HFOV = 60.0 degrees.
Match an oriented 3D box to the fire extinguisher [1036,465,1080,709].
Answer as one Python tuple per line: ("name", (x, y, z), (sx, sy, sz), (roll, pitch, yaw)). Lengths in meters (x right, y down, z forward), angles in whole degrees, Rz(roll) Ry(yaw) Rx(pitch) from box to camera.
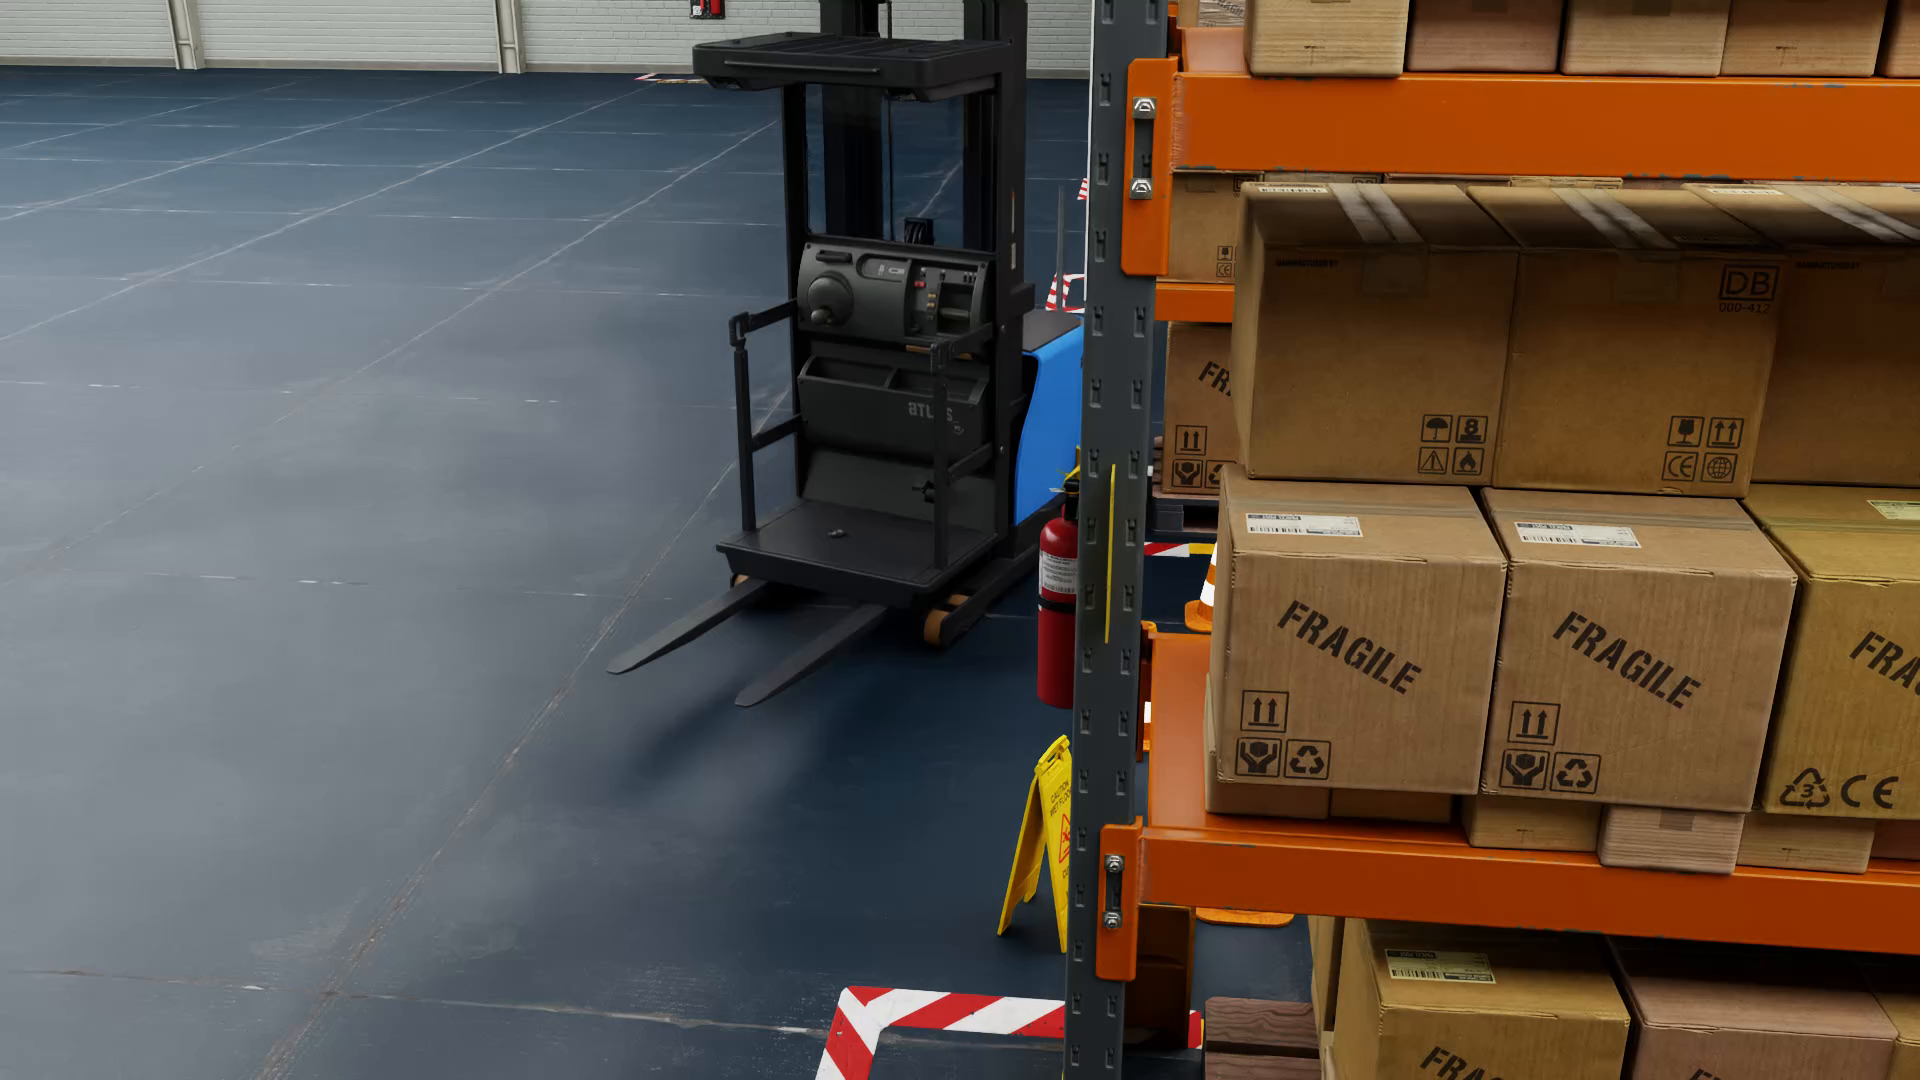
("fire extinguisher", (0.286, 0.094, 4.228), (0.183, 0.674, 0.296), (2, 22, 6))

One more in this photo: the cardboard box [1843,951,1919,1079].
("cardboard box", (2.154, 1.148, 3.605), (0.500, 0.500, 0.500), (3, 22, 7))

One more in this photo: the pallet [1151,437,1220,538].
("pallet", (1.630, -0.278, 8.855), (1.213, 0.211, 1.003), (2, 22, 6))

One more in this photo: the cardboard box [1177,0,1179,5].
("cardboard box", (3.707, -8.615, 26.328), (0.500, 0.250, 0.500), (2, 22, 5))

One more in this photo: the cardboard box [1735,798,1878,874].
("cardboard box", (1.672, 0.512, 3.407), (0.250, 0.149, 0.380), (3, 22, 8))

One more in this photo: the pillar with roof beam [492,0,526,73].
("pillar with roof beam", (-8.366, -10.835, 23.608), (0.400, 9.000, 9.100), (2, 22, 6))

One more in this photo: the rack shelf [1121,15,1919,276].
("rack shelf", (2.331, -0.743, 3.137), (4.000, 0.370, 1.077), (2, 22, 6))

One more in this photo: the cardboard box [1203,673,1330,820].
("cardboard box", (0.658, 0.438, 3.593), (0.250, 0.149, 0.380), (3, 22, 7))

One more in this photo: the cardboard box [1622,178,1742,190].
("cardboard box", (3.360, -1.571, 8.129), (0.550, 0.550, 0.875), (2, 22, 6))

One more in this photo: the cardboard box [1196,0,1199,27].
("cardboard box", (2.087, -4.103, 12.839), (0.500, 0.500, 0.500), (2, 22, 6))

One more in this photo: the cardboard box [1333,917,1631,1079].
("cardboard box", (1.137, 1.102, 3.720), (0.500, 0.500, 0.500), (2, 22, 4))

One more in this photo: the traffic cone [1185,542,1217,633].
("traffic cone", (1.188, 0.141, 7.455), (0.334, 0.463, 0.336), (2, 22, 6))

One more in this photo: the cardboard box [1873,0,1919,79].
("cardboard box", (1.679, -0.900, 2.898), (0.250, 0.149, 0.380), (2, 22, 5))

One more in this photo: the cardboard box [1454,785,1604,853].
("cardboard box", (1.164, 0.485, 3.475), (0.250, 0.149, 0.380), (2, 22, 5))

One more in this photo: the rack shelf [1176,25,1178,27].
("rack shelf", (4.667, -6.583, 21.989), (4.000, 0.370, 1.077), (2, 22, 6))

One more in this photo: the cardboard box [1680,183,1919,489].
("cardboard box", (1.898, -0.467, 3.641), (0.500, 0.500, 0.700), (2, 22, 6))

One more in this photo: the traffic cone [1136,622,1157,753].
("traffic cone", (0.717, 0.538, 6.449), (0.334, 0.463, 0.336), (2, 22, 6))

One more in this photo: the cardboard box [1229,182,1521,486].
("cardboard box", (0.878, -0.476, 3.664), (0.500, 0.500, 0.700), (2, 22, 5))

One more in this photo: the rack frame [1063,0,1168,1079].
("rack frame", (0.345, 0.231, 3.776), (0.127, 3.000, 1.000), (2, 22, 6))

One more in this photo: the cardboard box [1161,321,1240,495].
("cardboard box", (1.508, -0.783, 8.658), (0.875, 0.875, 0.875), (3, 22, 7))

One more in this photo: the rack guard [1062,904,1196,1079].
("rack guard", (0.421, 1.397, 4.227), (0.348, 0.500, 1.175), (2, 22, 6))

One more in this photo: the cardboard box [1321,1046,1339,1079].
("cardboard box", (1.114, 1.450, 3.860), (0.500, 0.250, 0.500), (2, 22, 6))

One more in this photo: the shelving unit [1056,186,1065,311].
("shelving unit", (0.044, -1.150, 9.155), (1.083, 1.500, 0.587), (1, -2, 3))

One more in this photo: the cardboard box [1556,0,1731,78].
("cardboard box", (1.167, -0.912, 2.927), (0.250, 0.149, 0.380), (3, 22, 8))

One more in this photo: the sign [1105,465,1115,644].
("sign", (0.281, 0.027, 3.115), (0.005, 0.325, 0.100), (2, 22, 6))

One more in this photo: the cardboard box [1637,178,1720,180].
("cardboard box", (3.357, -2.063, 7.905), (0.550, 0.550, 0.875), (2, 22, 6))

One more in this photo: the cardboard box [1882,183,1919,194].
("cardboard box", (4.432, -1.489, 7.922), (0.550, 0.550, 0.875), (2, 22, 6))

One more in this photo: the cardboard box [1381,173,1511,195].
("cardboard box", (2.291, -1.565, 8.114), (0.550, 0.550, 0.875), (2, 22, 6))

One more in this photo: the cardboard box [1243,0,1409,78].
("cardboard box", (0.636, -0.914, 2.934), (0.250, 0.149, 0.380), (3, 22, 6))

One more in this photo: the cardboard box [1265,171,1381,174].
("cardboard box", (1.748, -2.132, 8.080), (0.550, 0.550, 0.875), (2, 22, 6))

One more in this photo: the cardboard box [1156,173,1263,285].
("cardboard box", (1.201, -1.651, 8.332), (0.550, 0.550, 0.875), (2, 22, 6))

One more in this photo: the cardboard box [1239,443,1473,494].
("cardboard box", (0.916, -0.031, 3.898), (0.500, 0.500, 0.500), (2, 22, 5))

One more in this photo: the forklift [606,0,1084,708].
("forklift", (-0.400, -1.079, 7.183), (1.130, 2.935, 3.031), (11, 24, 25))

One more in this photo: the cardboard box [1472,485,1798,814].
("cardboard box", (1.298, 0.189, 3.341), (0.500, 0.500, 0.500), (3, 22, 8))

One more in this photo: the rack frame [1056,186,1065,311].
("rack frame", (0.542, -1.140, 9.133), (0.032, 1.500, 0.500), (1, -2, 3))
